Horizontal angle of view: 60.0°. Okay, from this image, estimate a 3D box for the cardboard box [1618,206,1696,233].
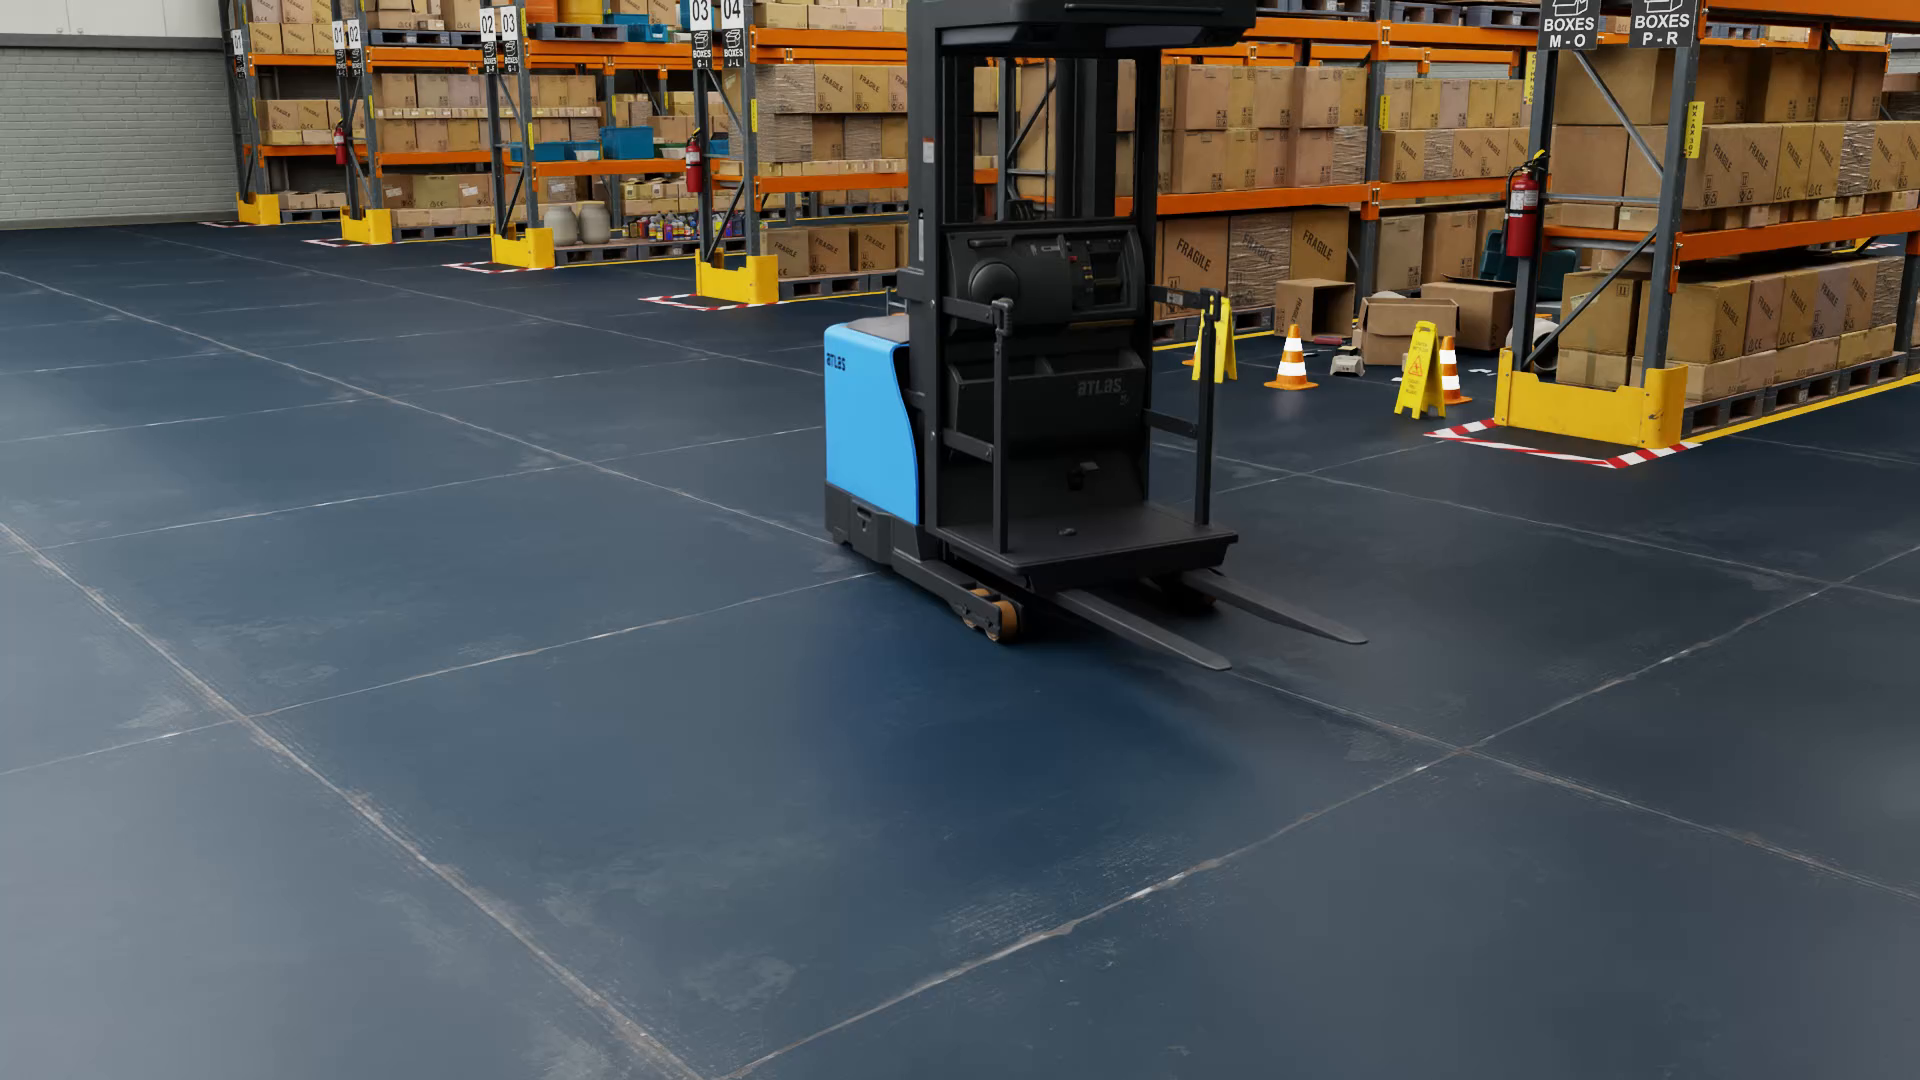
[{"bbox_3d":[4.416,-2.033,10.537,0.250,0.149,0.380,-13,19,-39],"label":"cardboard box"}]

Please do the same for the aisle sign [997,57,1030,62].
[{"bbox_3d":[0.448,-4.387,13.822,0.004,0.787,0.394,-13,19,-39],"label":"aisle sign"}]

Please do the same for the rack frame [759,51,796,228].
[{"bbox_3d":[-2.715,-5.709,23.810,0.127,3.000,1.000,-13,19,-39],"label":"rack frame"}]

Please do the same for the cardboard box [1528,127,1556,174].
[{"bbox_3d":[6.192,-4.275,18.248,0.500,0.500,0.500,-13,19,-39],"label":"cardboard box"}]

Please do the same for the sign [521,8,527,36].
[{"bbox_3d":[-5.375,-6.377,20.481,0.005,0.325,0.100,-13,19,-39],"label":"sign"}]

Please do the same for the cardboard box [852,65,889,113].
[{"bbox_3d":[-1.130,-4.950,18.263,0.500,0.500,0.500,-13,19,-39],"label":"cardboard box"}]

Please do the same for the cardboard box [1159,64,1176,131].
[{"bbox_3d":[1.358,-3.845,14.448,0.550,0.550,0.875,-13,19,-39],"label":"cardboard box"}]

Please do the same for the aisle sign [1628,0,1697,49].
[{"bbox_3d":[4.180,-3.323,9.839,0.004,0.787,0.394,-13,19,-39],"label":"aisle sign"}]

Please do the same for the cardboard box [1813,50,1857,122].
[{"bbox_3d":[6.167,-3.376,12.368,0.500,0.500,0.700,-13,19,-39],"label":"cardboard box"}]

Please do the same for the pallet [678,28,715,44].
[{"bbox_3d":[-3.196,-6.925,22.918,1.003,0.211,1.213,-13,19,-39],"label":"pallet"}]

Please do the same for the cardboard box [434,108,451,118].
[{"bbox_3d":[-7.966,-6.512,25.366,0.250,0.149,0.380,-13,20,-40],"label":"cardboard box"}]

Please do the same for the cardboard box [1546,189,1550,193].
[{"bbox_3d":[9.158,-5.830,27.566,0.875,0.875,0.875,-13,19,-39],"label":"cardboard box"}]

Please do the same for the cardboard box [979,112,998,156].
[{"bbox_3d":[0.156,-4.872,19.908,0.500,0.500,0.875,-13,19,-39],"label":"cardboard box"}]

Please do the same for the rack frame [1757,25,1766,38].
[{"bbox_3d":[9.751,-5.117,21.594,0.127,3.000,1.000,-13,19,-39],"label":"rack frame"}]

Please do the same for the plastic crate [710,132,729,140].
[{"bbox_3d":[-3.194,-5.615,23.578,0.504,0.338,0.767,-13,19,-39],"label":"plastic crate"}]

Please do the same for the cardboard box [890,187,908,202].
[{"bbox_3d":[-1.252,-6.641,31.290,0.500,0.500,0.500,-14,20,-41],"label":"cardboard box"}]

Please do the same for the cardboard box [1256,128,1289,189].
[{"bbox_3d":[2.560,-3.603,15.637,0.550,0.550,0.875,-13,19,-39],"label":"cardboard box"}]

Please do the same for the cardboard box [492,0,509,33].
[{"bbox_3d":[-7.289,-8.189,25.997,0.637,0.503,0.797,-10,18,-33],"label":"cardboard box"}]

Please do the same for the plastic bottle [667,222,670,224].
[{"bbox_3d":[-4.088,-4.362,23.337,0.097,0.201,0.097,0,15,0],"label":"plastic bottle"}]

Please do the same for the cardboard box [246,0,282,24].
[{"bbox_3d":[-11.786,-8.968,28.029,0.500,0.500,0.500,14,21,43],"label":"cardboard box"}]

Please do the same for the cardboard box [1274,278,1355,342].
[{"bbox_3d":[3.218,-2.093,15.110,0.500,0.500,0.500,-9,17,-30],"label":"cardboard box"}]

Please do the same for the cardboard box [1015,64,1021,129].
[{"bbox_3d":[1.227,-5.345,20.470,1.000,1.000,1.000,-12,19,-39],"label":"cardboard box"}]

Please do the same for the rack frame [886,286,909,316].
[{"bbox_3d":[-0.311,-0.681,8.474,0.015,1.200,0.240,-8,17,-27],"label":"rack frame"}]

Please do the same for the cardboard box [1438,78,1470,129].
[{"bbox_3d":[4.854,-4.551,17.346,0.500,0.500,0.700,-12,19,-39],"label":"cardboard box"}]

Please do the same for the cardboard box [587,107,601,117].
[{"bbox_3d":[-6.029,-6.948,26.997,0.250,0.149,0.380,-13,20,-39],"label":"cardboard box"}]

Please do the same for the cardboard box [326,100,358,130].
[{"bbox_3d":[-10.906,-7.450,29.126,0.500,0.500,0.500,-13,20,-41],"label":"cardboard box"}]

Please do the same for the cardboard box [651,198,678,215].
[{"bbox_3d":[-5.111,-5.655,28.121,0.500,0.250,0.500,-12,19,-38],"label":"cardboard box"}]

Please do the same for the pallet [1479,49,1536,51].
[{"bbox_3d":[9.036,-8.056,26.956,1.213,0.211,1.003,-13,19,-39],"label":"pallet"}]

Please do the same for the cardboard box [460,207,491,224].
[{"bbox_3d":[-7.679,-5.088,26.000,0.500,0.250,0.500,-13,19,-39],"label":"cardboard box"}]

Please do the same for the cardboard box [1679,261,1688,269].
[{"bbox_3d":[4.881,-1.991,11.697,0.250,0.149,0.380,-12,19,-38],"label":"cardboard box"}]

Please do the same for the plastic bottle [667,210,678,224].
[{"bbox_3d":[-4.060,-4.482,23.496,0.185,0.351,0.144,-13,20,-40],"label":"plastic bottle"}]

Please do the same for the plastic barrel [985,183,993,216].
[{"bbox_3d":[0.660,-5.627,26.895,0.708,0.830,0.600,-13,19,-39],"label":"plastic barrel"}]

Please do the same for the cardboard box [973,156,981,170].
[{"bbox_3d":[0.028,-4.394,19.375,0.250,0.149,0.380,-13,19,-39],"label":"cardboard box"}]

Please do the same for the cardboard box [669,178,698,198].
[{"bbox_3d":[-4.718,-6.012,28.374,0.500,0.311,0.500,-14,20,-41],"label":"cardboard box"}]

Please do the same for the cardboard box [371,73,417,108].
[{"bbox_3d":[-8.581,-6.757,25.025,0.500,0.500,0.700,-13,19,-39],"label":"cardboard box"}]

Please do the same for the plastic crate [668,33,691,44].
[{"bbox_3d":[-3.661,-6.680,22.144,0.396,0.136,0.243,-13,19,-39],"label":"plastic crate"}]

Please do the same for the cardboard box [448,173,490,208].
[{"bbox_3d":[-7.686,-5.453,25.912,0.500,0.500,0.500,-13,19,-39],"label":"cardboard box"}]

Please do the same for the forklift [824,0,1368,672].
[{"bbox_3d":[0.472,-1.139,6.833,1.130,2.935,3.031,-8,17,-27],"label":"forklift"}]

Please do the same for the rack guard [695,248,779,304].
[{"bbox_3d":[-2.424,-2.872,18.034,0.348,0.500,1.175,-13,19,-39],"label":"rack guard"}]

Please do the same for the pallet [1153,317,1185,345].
[{"bbox_3d":[1.250,-1.888,14.908,1.213,0.211,1.003,-13,19,-39],"label":"pallet"}]

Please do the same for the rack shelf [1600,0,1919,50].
[{"bbox_3d":[5.532,-3.578,11.414,4.000,0.370,1.077,-13,19,-39],"label":"rack shelf"}]

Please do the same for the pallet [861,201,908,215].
[{"bbox_3d":[-1.439,-6.329,31.534,1.213,0.211,1.003,-13,19,-39],"label":"pallet"}]

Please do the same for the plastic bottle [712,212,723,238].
[{"bbox_3d":[-3.400,-4.389,23.150,0.185,0.351,0.144,-13,20,-40],"label":"plastic bottle"}]

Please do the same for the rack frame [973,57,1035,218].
[{"bbox_3d":[0.536,-4.744,20.200,0.127,3.000,1.000,-13,19,-39],"label":"rack frame"}]

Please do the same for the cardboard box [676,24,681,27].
[{"bbox_3d":[-5.880,-10.117,33.454,0.700,0.500,0.500,14,21,43],"label":"cardboard box"}]

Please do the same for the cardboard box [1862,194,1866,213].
[{"bbox_3d":[6.370,-2.468,12.164,0.250,0.149,0.380,-13,20,-40],"label":"cardboard box"}]

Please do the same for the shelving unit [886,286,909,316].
[{"bbox_3d":[-0.095,-0.711,8.584,0.503,1.200,0.258,-8,17,-27],"label":"shelving unit"}]

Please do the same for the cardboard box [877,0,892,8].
[{"bbox_3d":[-0.961,-5.903,18.242,0.250,0.149,0.380,-13,20,-40],"label":"cardboard box"}]

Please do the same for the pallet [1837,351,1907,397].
[{"bbox_3d":[6.558,-1.347,12.885,1.213,0.211,1.003,-13,19,-39],"label":"pallet"}]

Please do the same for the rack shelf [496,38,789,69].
[{"bbox_3d":[-4.224,-6.472,22.247,4.000,0.370,1.077,-13,19,-39],"label":"rack shelf"}]

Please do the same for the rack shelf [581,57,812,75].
[{"bbox_3d":[-4.455,-8.114,28.396,4.000,0.370,1.077,-13,19,-39],"label":"rack shelf"}]

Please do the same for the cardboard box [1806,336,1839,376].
[{"bbox_3d":[5.990,-1.360,12.043,0.500,0.250,0.500,-12,19,-39],"label":"cardboard box"}]

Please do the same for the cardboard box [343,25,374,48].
[{"bbox_3d":[-10.612,-8.743,29.123,0.500,0.500,0.500,-11,19,-36],"label":"cardboard box"}]

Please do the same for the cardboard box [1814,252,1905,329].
[{"bbox_3d":[6.771,-1.900,12.610,0.500,0.500,0.500,-13,20,-40],"label":"cardboard box"}]
